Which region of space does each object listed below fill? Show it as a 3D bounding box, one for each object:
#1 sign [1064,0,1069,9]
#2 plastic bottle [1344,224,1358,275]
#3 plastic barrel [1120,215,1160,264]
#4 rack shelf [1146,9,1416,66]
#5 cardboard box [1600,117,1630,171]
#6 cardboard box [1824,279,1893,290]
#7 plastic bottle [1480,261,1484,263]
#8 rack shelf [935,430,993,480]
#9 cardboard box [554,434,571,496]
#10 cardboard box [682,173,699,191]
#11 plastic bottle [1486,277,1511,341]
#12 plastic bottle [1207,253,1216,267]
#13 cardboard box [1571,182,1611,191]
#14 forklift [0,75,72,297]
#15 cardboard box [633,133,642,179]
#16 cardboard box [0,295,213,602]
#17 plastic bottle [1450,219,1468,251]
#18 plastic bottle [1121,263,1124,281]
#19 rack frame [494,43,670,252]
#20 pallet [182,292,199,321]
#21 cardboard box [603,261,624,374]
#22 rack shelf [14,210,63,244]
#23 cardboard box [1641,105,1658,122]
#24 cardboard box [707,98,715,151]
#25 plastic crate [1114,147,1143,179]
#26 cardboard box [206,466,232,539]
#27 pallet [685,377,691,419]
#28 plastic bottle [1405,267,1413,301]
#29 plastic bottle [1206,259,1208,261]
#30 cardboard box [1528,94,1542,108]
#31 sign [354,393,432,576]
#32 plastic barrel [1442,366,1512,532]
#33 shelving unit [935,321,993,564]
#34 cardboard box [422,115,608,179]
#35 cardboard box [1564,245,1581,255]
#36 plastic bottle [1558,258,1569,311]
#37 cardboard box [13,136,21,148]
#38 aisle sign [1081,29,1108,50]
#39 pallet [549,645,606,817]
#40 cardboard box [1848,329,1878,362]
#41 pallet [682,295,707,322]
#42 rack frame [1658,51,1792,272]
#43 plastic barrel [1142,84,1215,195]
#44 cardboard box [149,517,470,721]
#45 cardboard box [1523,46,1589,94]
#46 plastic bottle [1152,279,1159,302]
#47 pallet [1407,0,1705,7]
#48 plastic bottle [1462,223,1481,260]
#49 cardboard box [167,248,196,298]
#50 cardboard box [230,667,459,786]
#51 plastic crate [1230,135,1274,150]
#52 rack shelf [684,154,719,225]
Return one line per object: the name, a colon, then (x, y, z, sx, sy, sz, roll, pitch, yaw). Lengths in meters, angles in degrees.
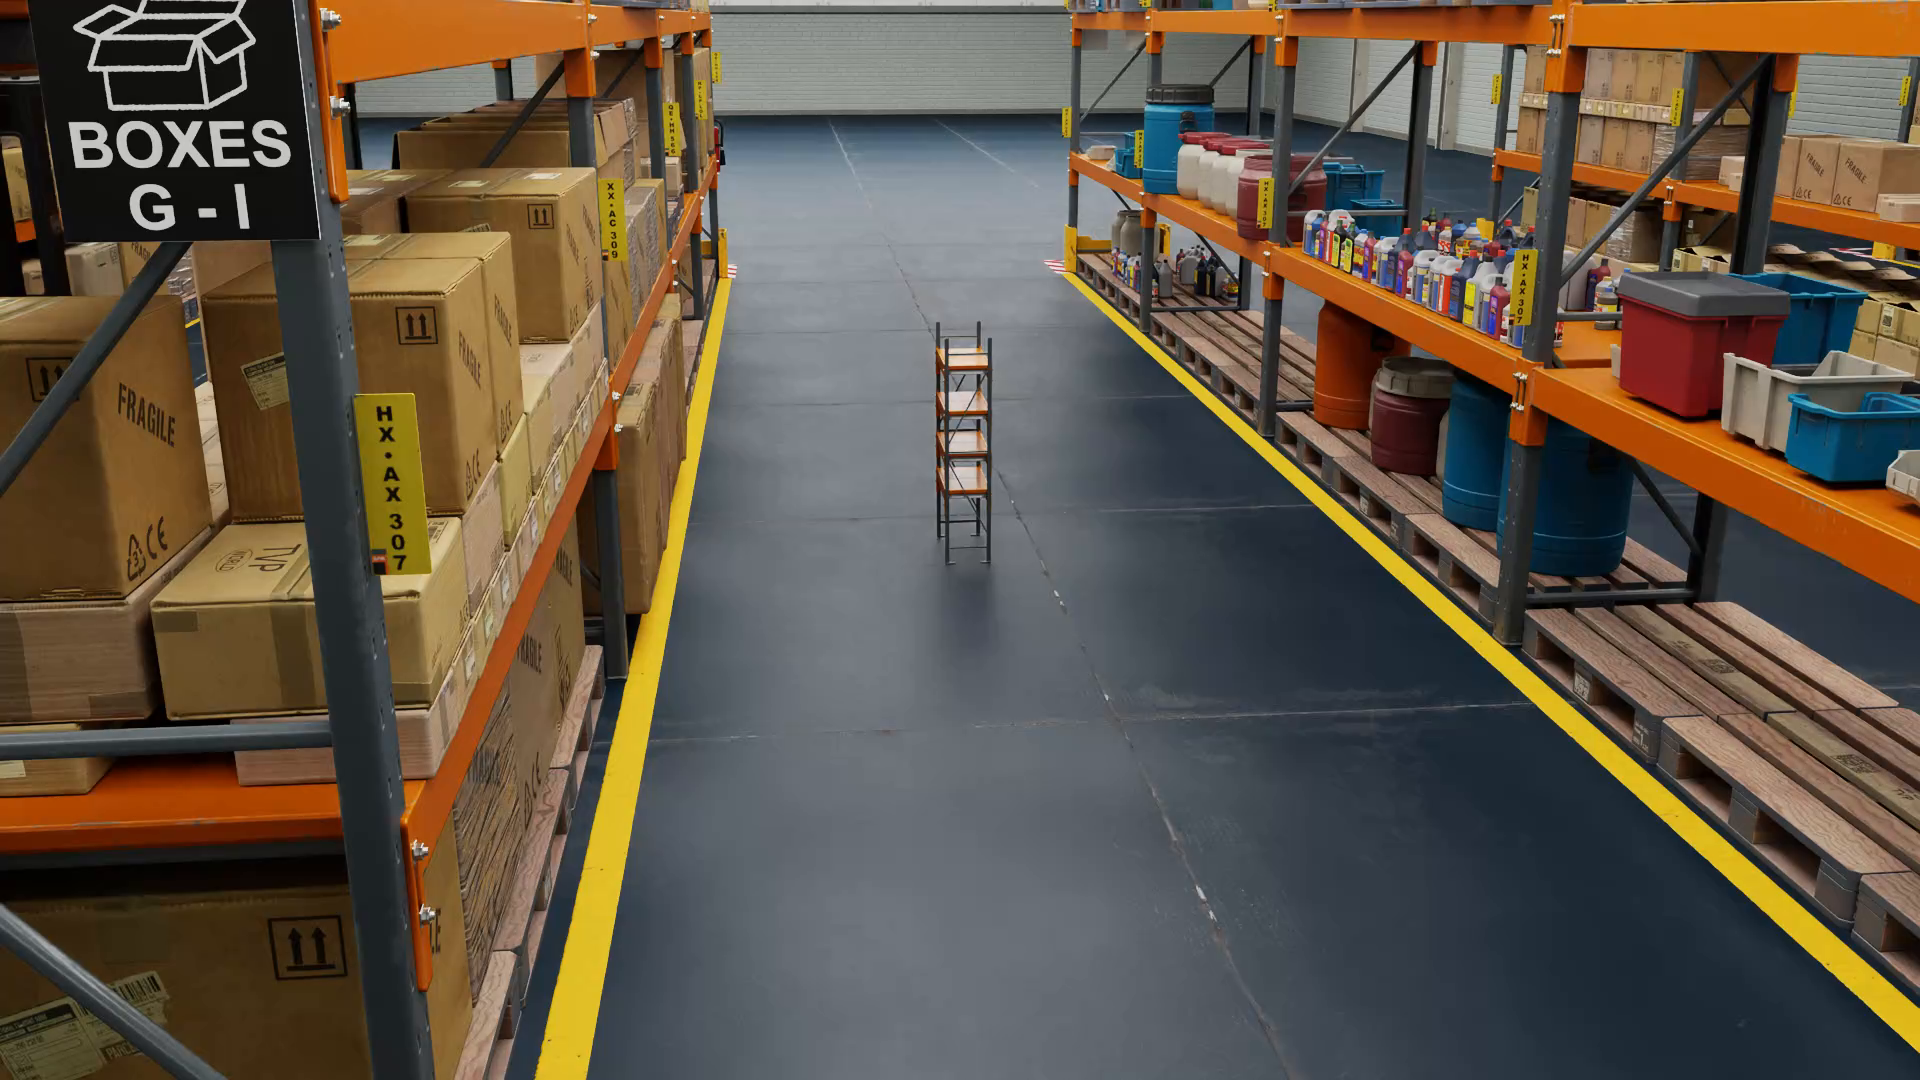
sign: (1.191, -5.968, 18.155, 0.100, 0.325, 0.005, -2, 18, -6)
plastic bottle: (2.327, -1.722, 9.849, 0.061, 0.283, 0.133, -2, 18, -6)
plastic barrel: (1.934, -3.218, 17.873, 0.421, 0.512, 0.421, 0, 17, 0)
rack shelf: (2.358, -3.848, 12.621, 1.077, 0.370, 4.000, -2, 18, -6)
cardboard box: (6.918, -3.995, 16.726, 0.700, 0.500, 0.500, -2, 17, -5)
cardboard box: (7.083, -1.926, 13.258, 0.500, 0.311, 0.500, -2, 18, -6)
plastic bottle: (2.647, -1.287, 8.485, 0.097, 0.271, 0.097, 0, 17, 0)
rack shelf: (0.017, -0.459, 8.860, 0.258, 0.148, 0.480, -2, 18, -6)
cardboard box: (-1.460, -0.236, 5.342, 0.380, 0.149, 0.250, -2, 18, -7)
cardboard box: (-2.498, -3.157, 14.644, 0.380, 0.149, 0.250, -2, 18, -6)
plastic bottle: (2.545, -1.092, 7.843, 0.061, 0.283, 0.133, -2, 18, -6)
plastic bottle: (2.461, -2.612, 16.177, 0.144, 0.351, 0.185, -3, 18, -8)
cardboard box: (7.017, -3.796, 18.897, 0.500, 0.500, 0.500, -2, 18, -6)
forklift: (-4.418, -0.977, 7.397, 1.130, 2.935, 3.031, -2, 18, -6)
cardboard box: (-2.615, -2.583, 11.527, 0.700, 0.500, 0.500, 1, 17, 3)
cardboard box: (-1.849, -0.193, 3.287, 0.500, 0.500, 0.500, -2, 17, -5)
plastic bottle: (3.067, -1.834, 10.226, 0.097, 0.271, 0.097, 0, 17, 0)
plastic bottle: (1.672, -2.712, 16.744, 0.097, 0.201, 0.097, 0, 17, 0)
rack frame: (-2.363, -2.012, 10.577, 1.000, 3.000, 0.127, -2, 18, -6)
pallet: (-7.849, -2.343, 16.288, 1.003, 0.211, 1.213, -2, 18, -6)
cardboard box: (-1.749, -1.012, 7.227, 0.500, 0.500, 0.500, -2, 18, -5)
rack shelf: (-7.513, -2.141, 12.190, 1.077, 0.370, 4.000, -2, 18, -6)
cardboard box: (6.784, -4.092, 15.952, 0.380, 0.149, 0.250, -2, 18, -7)
cardboard box: (-2.988, -4.275, 17.122, 0.875, 0.500, 0.500, -2, 18, -6)
plastic crate: (1.767, -3.607, 15.906, 0.499, 0.251, 0.616, -2, 18, -6)
cardboard box: (-1.903, 0.014, 3.878, 0.500, 0.250, 0.500, -2, 18, -7)
pallet: (-2.442, -0.914, 11.736, 1.003, 0.211, 1.213, -2, 18, -6)
plastic bottle: (2.447, -1.388, 8.921, 0.097, 0.201, 0.097, 0, 17, 0)
plastic bottle: (2.409, -2.617, 16.325, 0.097, 0.271, 0.097, 0, 17, 0)
cardboard box: (6.522, -4.855, 18.384, 0.380, 0.149, 0.250, -2, 18, -7)
sign: (-0.985, -0.094, 2.892, 0.100, 0.325, 0.005, -2, 18, -6)
plastic barrel: (2.864, -0.546, 8.709, 0.600, 0.901, 0.708, -2, 18, -6)
shelving unit: (0.017, -0.523, 8.840, 0.258, 1.200, 0.503, -2, 18, -6)
cardboard box: (-2.084, -1.741, 7.873, 0.797, 0.503, 0.637, -2, 17, -5)
cardboard box: (6.653, -2.975, 17.534, 0.500, 0.250, 0.500, -2, 18, -6)
plastic bottle: (3.061, -1.335, 8.627, 0.152, 0.276, 0.135, -2, 18, -6)
cardboard box: (-7.607, -3.304, 12.857, 0.700, 0.500, 0.500, -2, 18, -7)
aisle sign: (1.440, -5.801, 18.306, 0.394, 0.787, 0.004, -2, 18, -6)
pallet: (-1.950, 0.740, 6.469, 1.003, 0.211, 1.213, -2, 18, -6)
cardboard box: (7.138, -1.508, 12.861, 0.500, 0.250, 0.500, -2, 18, -6)
pallet: (-2.880, -2.072, 15.424, 1.003, 0.211, 1.213, -2, 18, -6)
rack frame: (7.079, -3.508, 15.344, 1.000, 3.000, 0.127, -2, 18, -6)
plastic barrel: (1.890, -3.471, 14.389, 0.600, 0.901, 0.708, -2, 18, -6)
cardboard box: (-1.319, 0.150, 3.445, 0.500, 0.250, 0.500, -2, 18, -7)
cardboard box: (6.707, -5.211, 18.436, 0.700, 0.500, 0.500, -2, 18, -5)
plastic bottle: (1.804, -2.330, 15.527, 0.097, 0.201, 0.097, 0, 17, 0)
pallet: (2.798, -2.544, 7.581, 1.213, 0.211, 1.003, -2, 18, -6)
plastic bottle: (3.088, -1.776, 10.042, 0.097, 0.271, 0.097, 0, 17, 0)
cardboard box: (-7.811, -2.725, 15.695, 0.875, 0.875, 0.875, -2, 18, -5)
cardboard box: (-1.246, 0.376, 3.392, 0.380, 0.149, 0.250, -2, 17, -5)
plastic crate: (2.506, -3.252, 14.421, 0.402, 0.464, 0.583, -2, 18, -6)
rack shelf: (-2.982, -3.456, 16.378, 1.077, 0.370, 4.000, -2, 18, -6)
